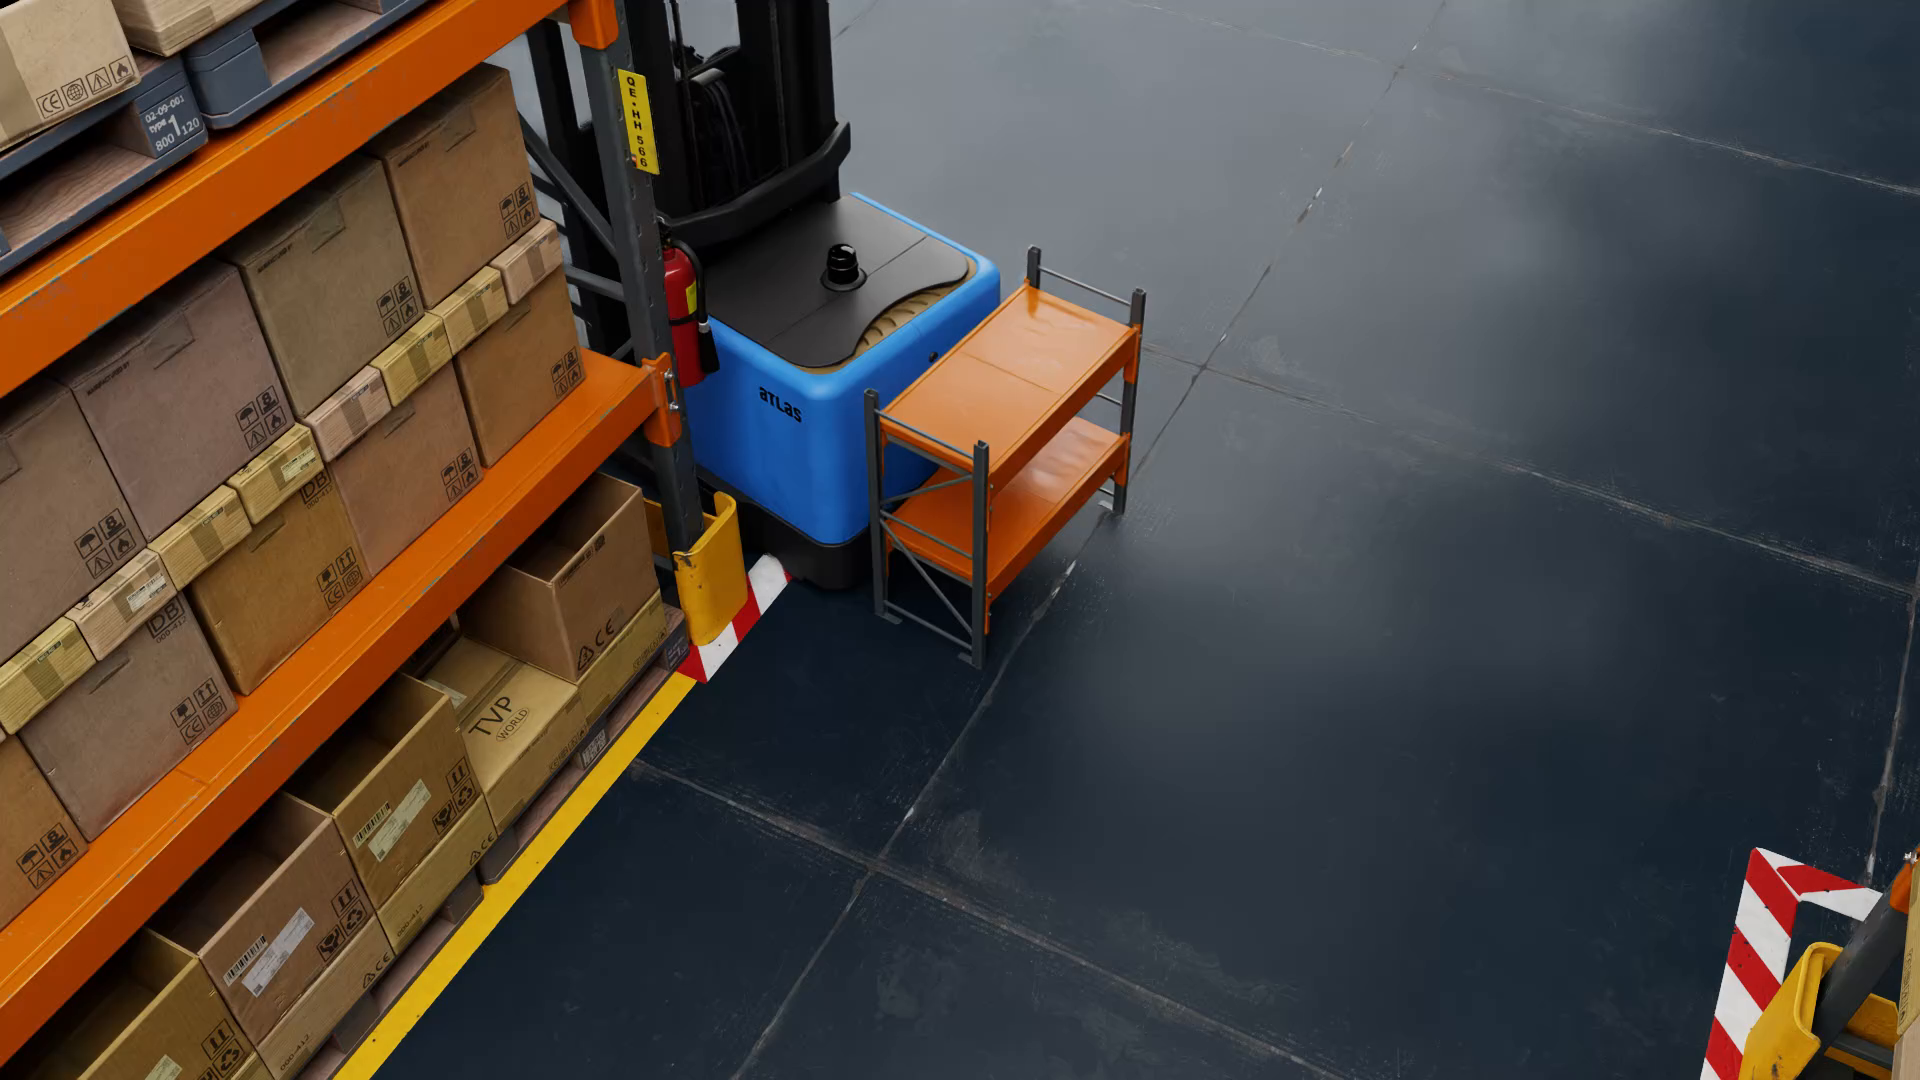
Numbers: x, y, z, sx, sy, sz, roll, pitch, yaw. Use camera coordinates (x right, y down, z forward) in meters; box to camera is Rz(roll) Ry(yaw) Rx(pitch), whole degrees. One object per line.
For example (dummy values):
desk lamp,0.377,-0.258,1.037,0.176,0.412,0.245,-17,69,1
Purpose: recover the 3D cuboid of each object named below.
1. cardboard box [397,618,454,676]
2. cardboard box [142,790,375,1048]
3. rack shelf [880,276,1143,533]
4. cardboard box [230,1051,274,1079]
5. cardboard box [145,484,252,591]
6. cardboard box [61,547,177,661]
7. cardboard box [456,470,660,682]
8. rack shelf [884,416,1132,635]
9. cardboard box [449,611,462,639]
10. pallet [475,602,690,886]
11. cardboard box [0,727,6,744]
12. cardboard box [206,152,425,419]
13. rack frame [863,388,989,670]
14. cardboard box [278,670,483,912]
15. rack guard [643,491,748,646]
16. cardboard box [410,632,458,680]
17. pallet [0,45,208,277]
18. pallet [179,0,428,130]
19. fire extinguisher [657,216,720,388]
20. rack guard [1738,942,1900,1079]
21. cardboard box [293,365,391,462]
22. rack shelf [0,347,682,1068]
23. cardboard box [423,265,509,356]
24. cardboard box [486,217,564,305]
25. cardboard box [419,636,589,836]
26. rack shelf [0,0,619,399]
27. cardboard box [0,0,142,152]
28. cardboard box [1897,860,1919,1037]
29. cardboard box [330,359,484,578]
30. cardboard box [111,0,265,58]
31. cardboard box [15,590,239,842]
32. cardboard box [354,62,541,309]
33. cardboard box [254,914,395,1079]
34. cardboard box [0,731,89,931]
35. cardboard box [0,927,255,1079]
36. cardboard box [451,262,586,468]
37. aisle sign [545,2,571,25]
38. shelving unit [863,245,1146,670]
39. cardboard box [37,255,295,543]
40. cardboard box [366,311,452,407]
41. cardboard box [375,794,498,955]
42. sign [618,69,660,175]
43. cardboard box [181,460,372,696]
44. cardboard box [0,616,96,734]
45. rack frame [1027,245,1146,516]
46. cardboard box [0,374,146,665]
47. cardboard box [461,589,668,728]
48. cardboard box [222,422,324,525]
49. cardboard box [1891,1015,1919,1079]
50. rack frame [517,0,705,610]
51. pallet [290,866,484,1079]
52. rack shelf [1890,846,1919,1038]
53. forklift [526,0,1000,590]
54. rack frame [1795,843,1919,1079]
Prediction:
cardboard box,-2.093,0.216,5.538,0.500,0.500,0.500,20,49,19
cardboard box,-2.086,1.022,4.742,0.500,0.500,0.500,20,49,19
rack shelf,0.175,-0.516,6.058,0.538,0.278,1.000,27,51,24
cardboard box,-2.316,1.601,4.696,0.500,0.250,0.500,20,49,19
cardboard box,-2.025,-0.062,4.176,0.380,0.149,0.250,22,49,20
cardboard box,-2.143,0.099,4.016,0.380,0.149,0.250,20,49,19
cardboard box,-1.402,0.072,5.680,0.500,0.500,0.500,20,49,19
rack shelf,0.175,-0.139,6.440,0.538,0.278,1.000,27,51,24
cardboard box,-1.863,0.164,6.117,0.500,0.250,0.500,20,49,19
pallet,-1.734,0.557,6.051,1.003,0.211,1.213,20,49,19
cardboard box,-2.382,0.419,3.700,0.380,0.149,0.250,19,48,18
cardboard box,-1.908,-0.754,4.404,0.700,0.500,0.500,19,48,18
rack frame,-0.117,-0.015,5.974,0.500,1.125,0.032,27,51,24
cardboard box,-1.853,0.707,5.053,0.500,0.500,0.500,20,49,19
rack guard,-1.405,-0.055,6.453,1.175,0.500,0.348,20,49,19
cardboard box,-2.091,0.481,5.804,0.500,0.250,0.500,20,49,19
pallet,-2.333,-0.734,3.320,1.003,0.211,1.213,20,49,19
pallet,-1.768,-1.505,4.082,1.003,0.211,1.213,20,49,19
fire extinguisher,-0.950,-0.813,5.499,0.296,0.674,0.183,20,49,19
rack guard,2.938,1.641,4.777,1.175,0.500,0.348,20,49,19
cardboard box,-1.783,-0.394,4.504,0.380,0.149,0.250,21,49,20
rack shelf,-2.345,0.594,4.560,1.077,0.370,4.000,20,49,19
cardboard box,-1.545,-0.713,4.820,0.380,0.149,0.250,22,49,20
cardboard box,-1.425,-0.879,4.983,0.380,0.149,0.250,20,49,18
cardboard box,-1.625,0.654,5.632,0.500,0.250,0.500,20,49,19
rack shelf,-2.345,-0.461,3.493,1.077,0.370,4.000,20,49,19
cardboard box,-1.976,-0.976,3.166,0.500,0.311,0.500,26,51,23
cardboard box,2.465,0.963,3.781,0.500,0.250,0.500,19,48,18
cardboard box,-1.884,-0.332,4.899,0.700,0.500,0.500,22,49,20
cardboard box,-1.718,-1.305,3.534,0.500,0.250,0.500,20,49,19
cardboard box,-2.361,0.312,4.262,0.700,0.500,0.500,22,49,20
cardboard box,-1.669,-1.087,4.733,0.700,0.500,0.500,21,49,19
cardboard box,-2.089,1.284,5.010,0.500,0.250,0.500,20,49,19
cardboard box,-2.598,0.635,3.943,0.700,0.500,0.500,21,49,20
cardboard box,-2.317,1.337,4.430,0.500,0.500,0.500,20,49,19
cardboard box,-1.645,-0.664,5.227,0.700,0.500,0.500,20,49,19
aisle sign,-1.126,-1.777,4.570,0.394,0.787,0.004,20,49,19
shelving unit,0.175,-0.311,6.266,0.538,1.125,1.048,27,51,24
cardboard box,-2.142,-0.436,4.090,0.700,0.500,0.500,21,49,19
cardboard box,-1.664,-0.552,4.660,0.380,0.149,0.250,20,49,18
cardboard box,-1.856,0.970,5.320,0.500,0.250,0.500,20,49,19
sign,-0.942,-1.221,4.867,0.100,0.325,0.005,20,49,19
cardboard box,-2.120,-0.021,4.591,0.700,0.500,0.500,21,49,19
cardboard box,-2.261,0.255,3.862,0.380,0.149,0.250,20,49,19
rack frame,0.468,-0.606,6.559,0.500,1.125,0.032,27,51,24
cardboard box,-2.374,-0.120,3.778,0.700,0.500,0.500,20,49,19
cardboard box,-1.404,0.335,5.948,0.500,0.250,0.500,20,49,19
cardboard box,-1.904,-0.229,4.341,0.380,0.149,0.250,22,49,20
cardboard box,2.237,1.294,3.453,0.500,0.250,0.500,19,48,18
rack frame,-1.417,-0.919,5.549,1.000,3.000,0.127,20,49,19
pallet,-2.302,1.322,5.294,1.003,0.211,1.213,20,49,19
rack shelf,2.044,2.227,2.946,1.077,0.370,4.000,20,49,19
forklift,-1.275,-1.741,6.410,3.031,2.935,1.130,32,53,27
rack frame,2.973,0.714,3.935,1.000,3.000,0.127,20,49,19
